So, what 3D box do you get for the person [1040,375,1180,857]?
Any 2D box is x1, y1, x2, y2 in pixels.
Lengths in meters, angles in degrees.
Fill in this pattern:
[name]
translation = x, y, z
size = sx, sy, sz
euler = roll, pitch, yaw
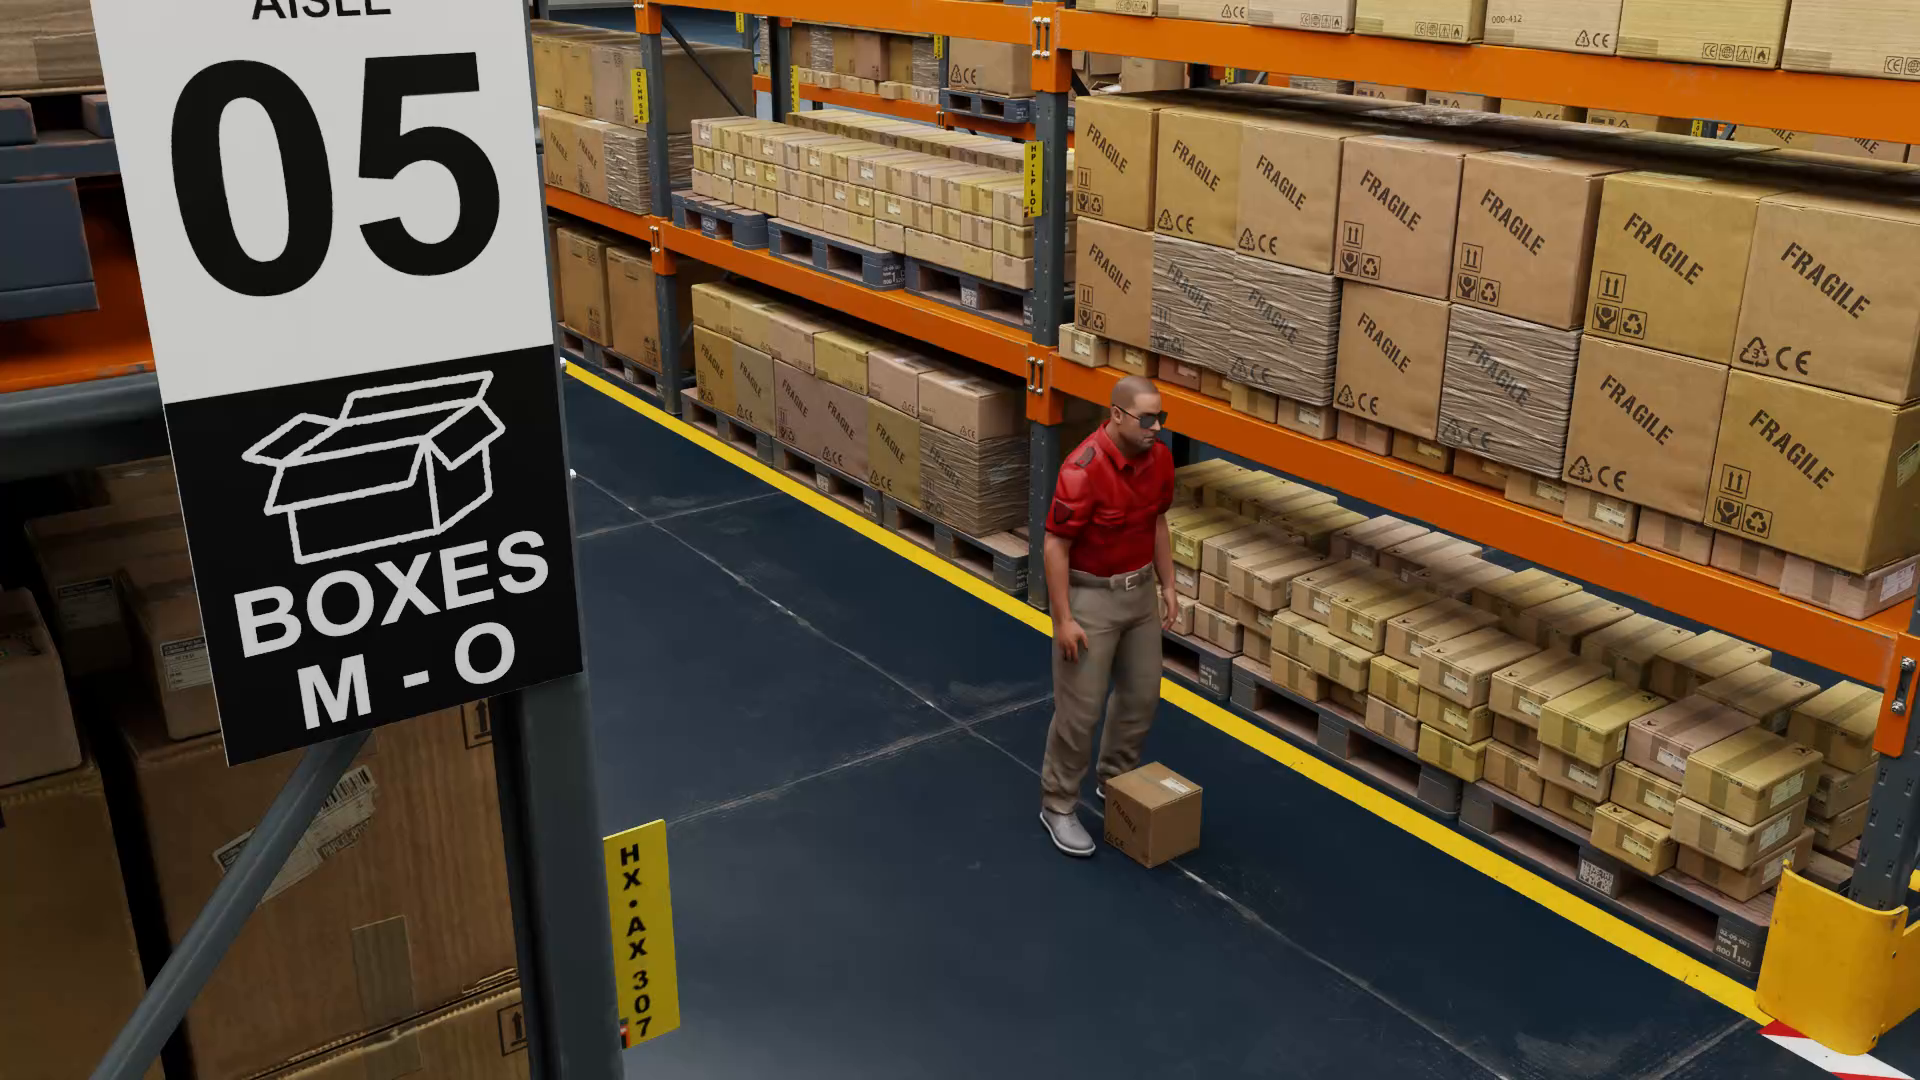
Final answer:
[person]
translation = 0.545, 0.239, 5.986
size = 0.606, 1.728, 0.387
euler = -16, 27, -36
